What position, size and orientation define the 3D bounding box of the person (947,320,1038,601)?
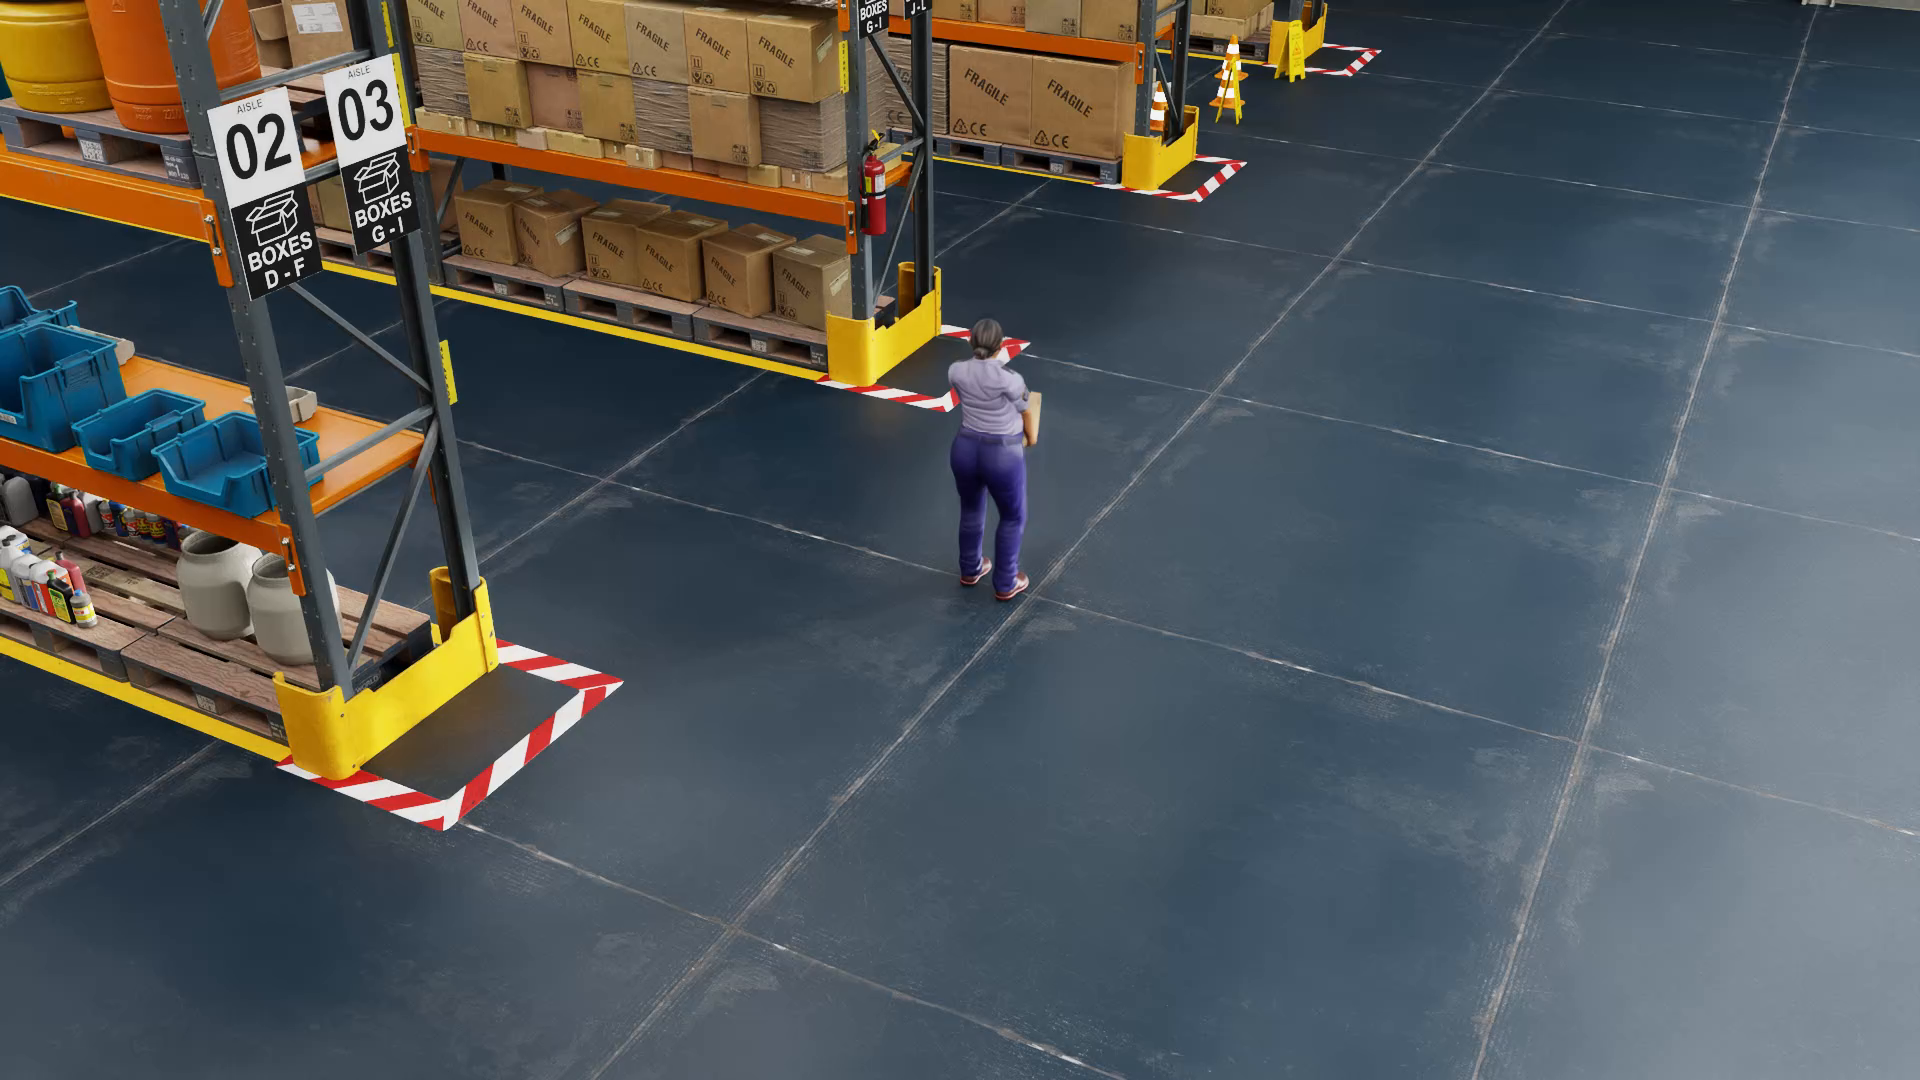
[{"bbox_3d":[0.186,-0.476,9.126,0.441,1.646,0.519,14,33,23],"label":"person"}]
